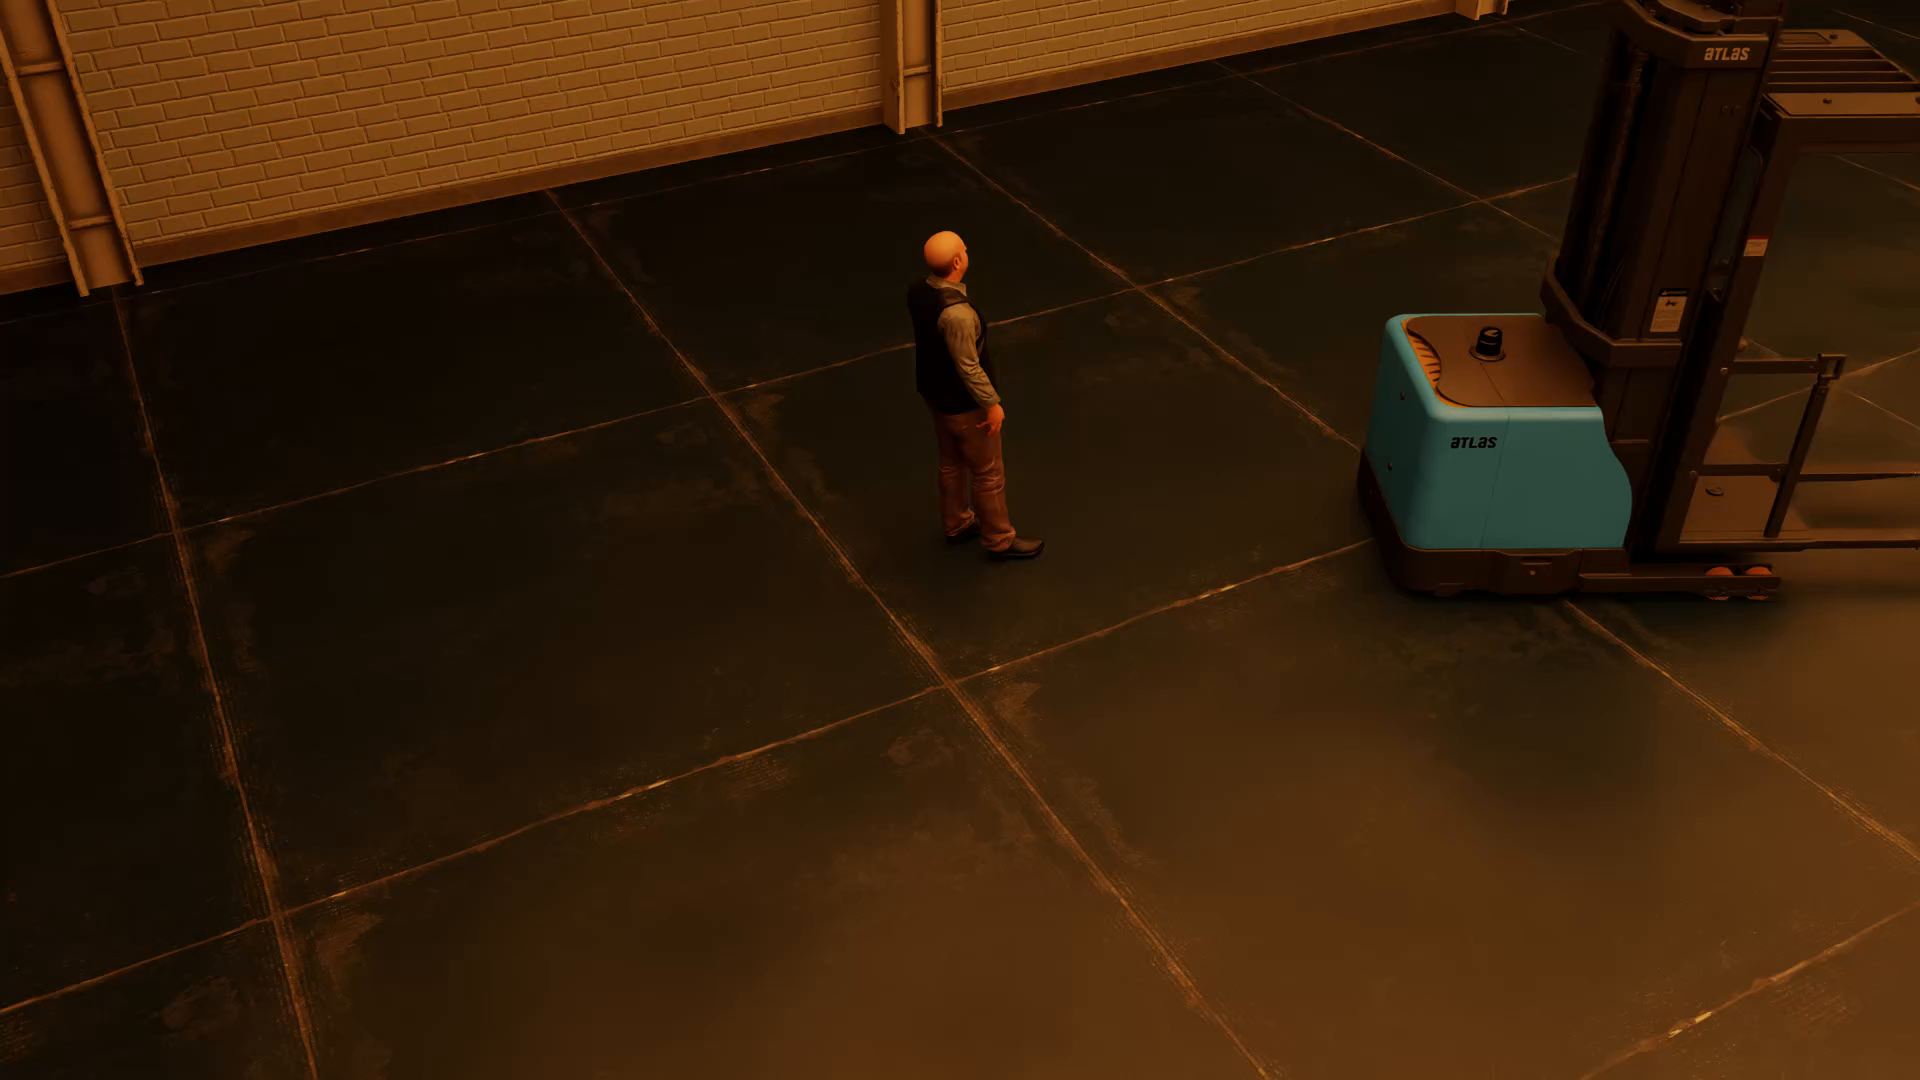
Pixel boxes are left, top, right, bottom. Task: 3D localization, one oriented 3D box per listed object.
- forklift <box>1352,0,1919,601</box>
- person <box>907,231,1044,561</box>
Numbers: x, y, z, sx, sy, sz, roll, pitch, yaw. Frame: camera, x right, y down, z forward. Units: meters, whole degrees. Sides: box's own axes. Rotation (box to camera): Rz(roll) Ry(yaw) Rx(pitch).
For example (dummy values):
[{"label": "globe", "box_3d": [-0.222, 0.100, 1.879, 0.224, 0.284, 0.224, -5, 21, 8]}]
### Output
[{"label": "forklift", "box_3d": [3.633, -1.204, 7.827, 3.031, 2.935, 1.130, -1, 35, -1]}, {"label": "person", "box_3d": [0.059, -0.722, 8.180, 0.566, 1.722, 0.633, -17, 39, -23]}]
